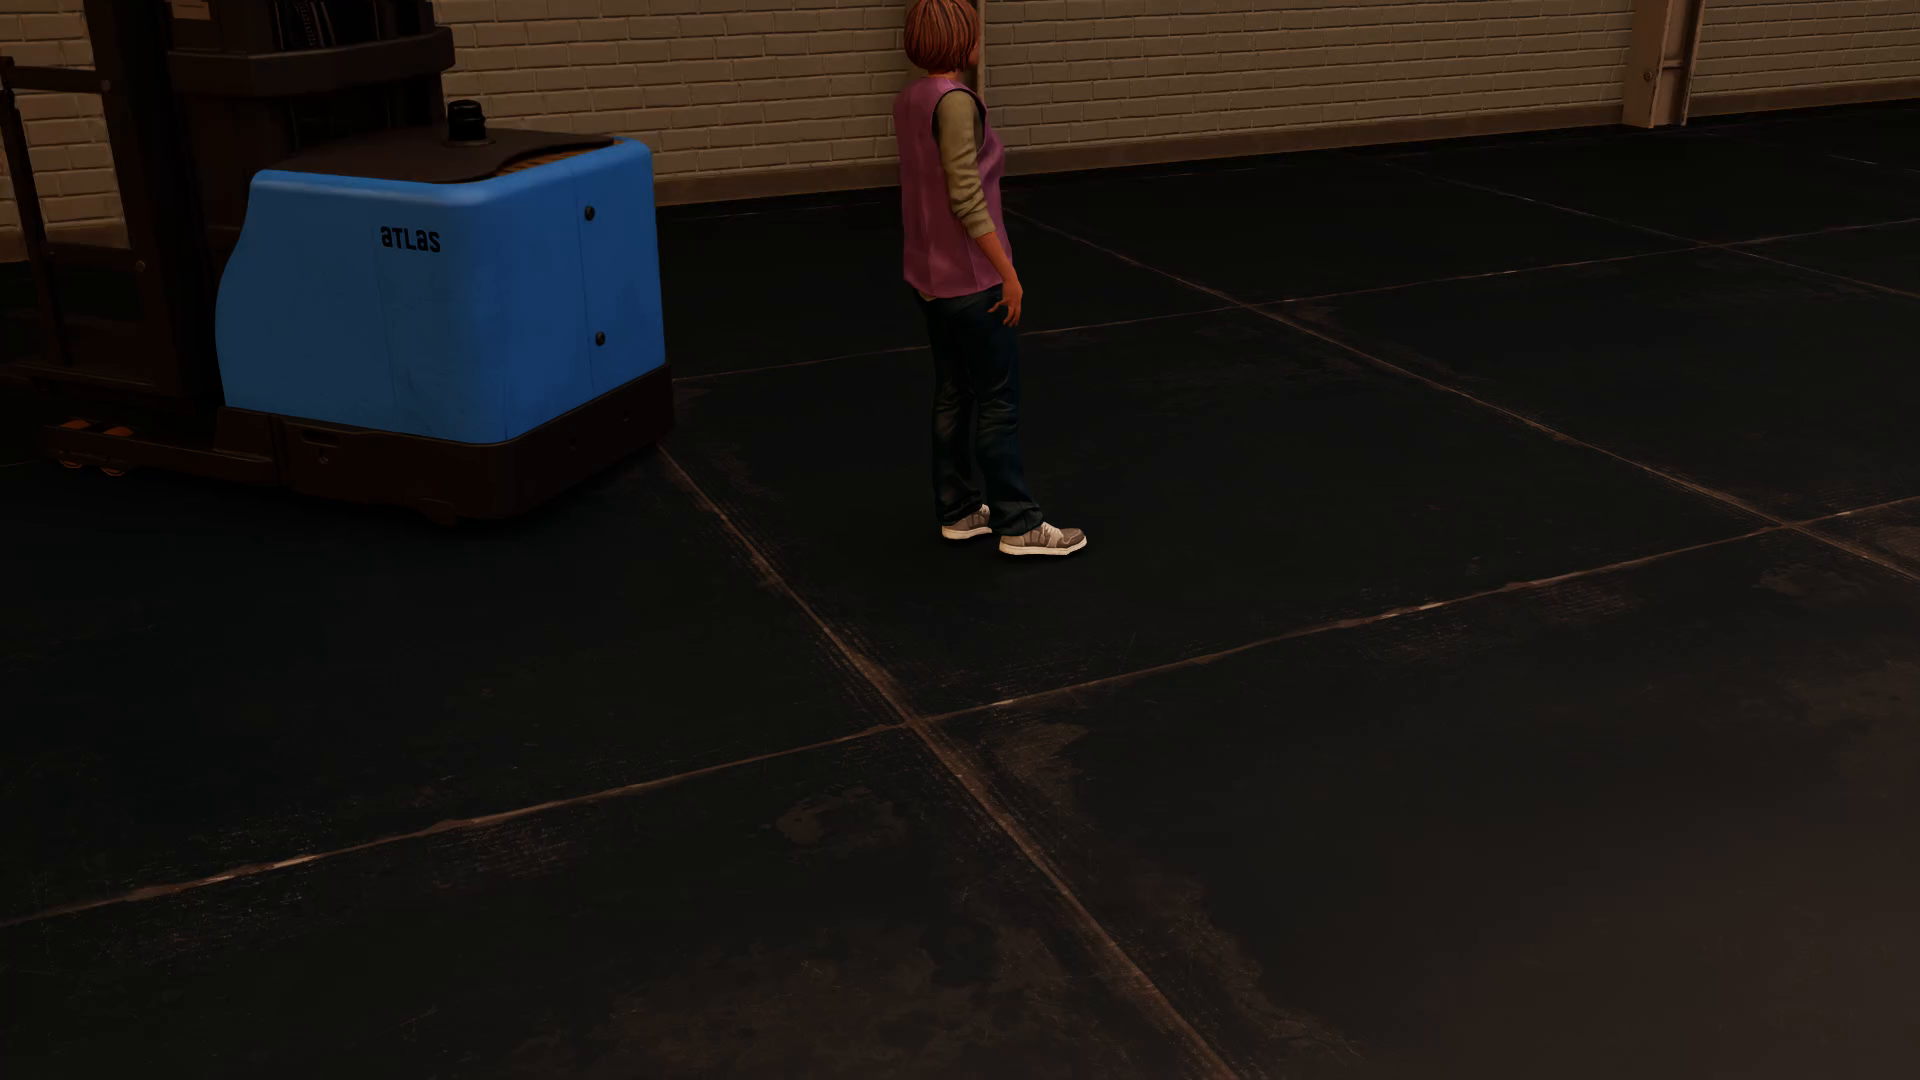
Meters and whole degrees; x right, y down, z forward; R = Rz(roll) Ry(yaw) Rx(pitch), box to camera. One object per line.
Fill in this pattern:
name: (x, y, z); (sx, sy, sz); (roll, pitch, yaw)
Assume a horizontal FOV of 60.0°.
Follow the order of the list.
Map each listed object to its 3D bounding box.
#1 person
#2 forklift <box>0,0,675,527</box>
person: (0.072, -0.751, 4.815); (0.475, 1.596, 0.520); (-10, 25, -23)
forklift: (-2.575, -1.743, 5.482); (3.031, 2.935, 1.130); (9, 24, 21)
